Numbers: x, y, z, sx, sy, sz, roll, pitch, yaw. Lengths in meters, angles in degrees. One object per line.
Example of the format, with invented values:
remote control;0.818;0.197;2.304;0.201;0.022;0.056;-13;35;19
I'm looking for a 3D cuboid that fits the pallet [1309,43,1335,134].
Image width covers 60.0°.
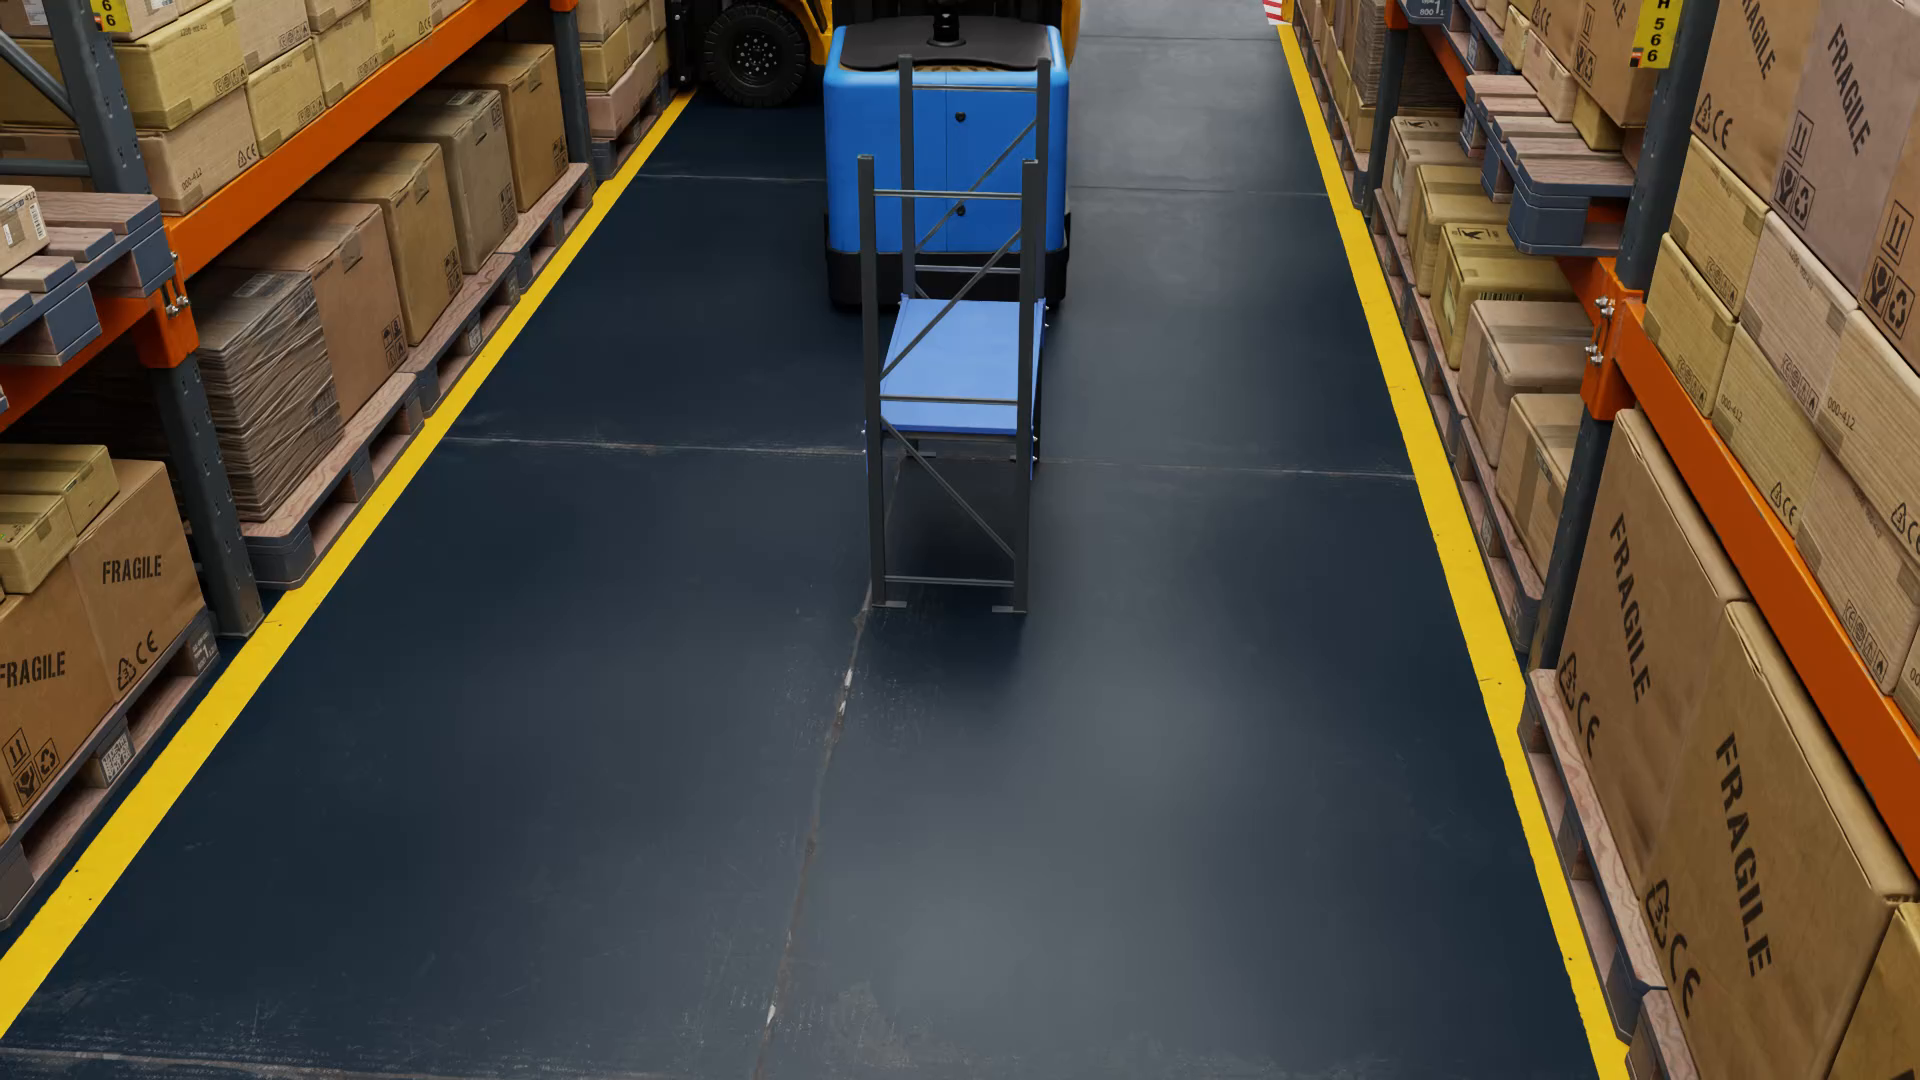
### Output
pallet;2.655;-2.702;9.934;1.003;0.211;1.213;2;32;4

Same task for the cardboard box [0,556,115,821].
cardboard box;-2.605;0.361;4.287;0.500;0.500;0.500;2;32;3

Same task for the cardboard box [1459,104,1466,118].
cardboard box;2.856;-2.202;8.685;0.500;0.250;0.500;1;32;2

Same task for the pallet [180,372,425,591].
pallet;-2.628;-0.257;5.966;1.003;0.211;1.213;2;32;4

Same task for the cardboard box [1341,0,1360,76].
cardboard box;2.359;-2.811;8.959;0.500;0.500;0.500;3;32;5

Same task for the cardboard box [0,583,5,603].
cardboard box;-2.579;0.143;4.024;0.380;0.149;0.250;1;32;2

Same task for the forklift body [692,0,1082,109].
forklift body;-0.419;-3.768;9.814;2.313;2.155;1.214;2;32;4

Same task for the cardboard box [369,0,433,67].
cardboard box;-2.330;-1.977;6.242;0.500;0.250;0.500;3;32;6

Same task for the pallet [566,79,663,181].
pallet;-2.302;-2.334;9.336;1.003;0.211;1.213;2;32;4

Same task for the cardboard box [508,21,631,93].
cardboard box;-2.061;-2.568;8.802;0.500;0.250;0.500;2;32;4

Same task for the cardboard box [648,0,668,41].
cardboard box;-1.970;-3.094;9.655;0.500;0.250;0.500;2;32;4

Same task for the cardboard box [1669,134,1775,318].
cardboard box;1.926;-0.700;3.693;0.500;0.250;0.500;2;32;4

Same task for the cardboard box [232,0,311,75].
cardboard box;-2.413;-1.648;5.231;0.500;0.250;0.500;3;32;6

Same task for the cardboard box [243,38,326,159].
cardboard box;-2.408;-1.436;5.364;0.500;0.250;0.500;2;32;3

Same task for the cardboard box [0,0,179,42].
cardboard box;-2.415;-1.488;4.592;0.380;0.149;0.250;3;32;5

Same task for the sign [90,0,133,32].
sign;-2.192;-1.457;4.226;0.100;0.325;0.005;2;32;4

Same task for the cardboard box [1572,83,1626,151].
cardboard box;1.955;-1.202;4.681;0.380;0.149;0.250;3;32;5

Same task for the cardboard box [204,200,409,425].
cardboard box;-2.624;-0.851;6.135;0.875;0.625;0.625;3;32;6

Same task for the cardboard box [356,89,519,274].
cardboard box;-2.511;-1.596;7.344;0.875;0.625;0.625;2;32;3

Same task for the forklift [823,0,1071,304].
forklift;-0.063;-3.013;7.846;1.130;2.935;3.031;0;32;0

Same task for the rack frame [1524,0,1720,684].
rack frame;2.213;-0.805;4.198;1.000;3.000;0.127;2;32;4

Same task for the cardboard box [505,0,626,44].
cardboard box;-2.056;-2.781;8.670;0.500;0.250;0.500;2;32;3

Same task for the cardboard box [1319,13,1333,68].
cardboard box;2.443;-3.034;10.035;0.500;0.250;0.500;5;32;7

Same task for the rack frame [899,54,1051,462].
rack frame;0.048;-0.949;5.860;0.500;1.500;0.032;2;32;4

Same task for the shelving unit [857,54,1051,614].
shelving unit;0.007;-0.683;5.429;0.538;1.500;1.048;2;32;4

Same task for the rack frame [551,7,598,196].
rack frame;-2.408;-3.107;7.933;1.000;3.000;0.127;2;32;4

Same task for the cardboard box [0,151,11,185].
cardboard box;-2.952;-1.198;4.977;0.500;0.250;0.500;2;32;3

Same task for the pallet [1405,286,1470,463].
pallet;2.380;-0.663;6.625;1.003;0.211;1.213;2;32;4

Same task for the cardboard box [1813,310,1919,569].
cardboard box;1.830;-0.170;2.833;0.500;0.250;0.500;2;32;4

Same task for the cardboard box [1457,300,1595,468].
cardboard box;2.321;-0.547;5.883;0.950;0.372;0.625;2;32;3

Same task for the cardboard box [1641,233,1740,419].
cardboard box;1.923;-0.496;3.839;0.500;0.250;0.500;2;32;3

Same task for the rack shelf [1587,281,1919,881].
rack shelf;2.051;0.547;2.690;1.077;0.370;4.000;2;32;4

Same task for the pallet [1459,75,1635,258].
pallet;2.165;-1.101;4.860;1.213;0.211;1.003;2;32;4

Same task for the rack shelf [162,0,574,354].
rack shelf;-2.571;-1.755;6.425;1.077;0.370;4.000;2;32;4

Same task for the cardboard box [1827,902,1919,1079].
cardboard box;1.924;1.212;2.550;0.875;0.875;0.875;3;32;5

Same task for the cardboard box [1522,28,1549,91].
cardboard box;1.960;-1.467;5.111;0.380;0.149;0.250;1;32;2

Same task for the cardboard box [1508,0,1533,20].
cardboard box;2.044;-1.938;5.256;0.500;0.500;0.500;0;32;1

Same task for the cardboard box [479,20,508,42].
cardboard box;-2.561;-2.807;8.713;0.500;0.250;0.500;3;32;5

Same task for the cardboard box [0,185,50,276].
cardboard box;-2.405;-0.728;3.911;0.380;0.149;0.250;3;32;5

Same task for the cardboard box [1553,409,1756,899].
cardboard box;2.074;0.278;4.065;0.875;0.875;0.875;2;32;4

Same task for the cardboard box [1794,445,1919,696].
cardboard box;1.850;0.047;2.958;0.500;0.250;0.500;3;32;6

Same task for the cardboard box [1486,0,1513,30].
cardboard box;2.053;-1.872;5.768;0.380;0.149;0.250;1;32;2

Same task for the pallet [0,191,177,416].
pallet;-2.719;-0.576;4.009;1.213;0.211;1.003;2;32;4

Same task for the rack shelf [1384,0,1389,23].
rack shelf;2.702;-3.637;9.478;1.077;0.370;4.000;2;32;4

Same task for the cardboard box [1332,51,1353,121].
cardboard box;2.353;-2.505;9.176;0.500;0.250;0.500;2;32;3

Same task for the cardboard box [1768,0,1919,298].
cardboard box;1.899;-0.766;3.086;0.500;0.500;0.500;3;32;4

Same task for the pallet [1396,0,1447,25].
pallet;2.332;-2.422;7.004;1.003;0.211;1.213;2;32;4

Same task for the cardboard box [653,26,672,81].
cardboard box;-1.987;-2.890;9.800;0.500;0.250;0.500;3;32;5

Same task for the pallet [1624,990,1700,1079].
pallet;1.972;1.427;3.233;1.003;0.211;1.213;2;32;4

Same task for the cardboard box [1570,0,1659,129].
cardboard box;1.973;-1.403;4.388;0.500;0.500;0.500;2;32;3

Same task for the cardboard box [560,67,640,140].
cardboard box;-2.039;-2.354;8.932;0.500;0.250;0.500;3;32;4

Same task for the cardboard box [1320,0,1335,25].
cardboard box;2.435;-3.358;9.846;0.500;0.500;0.500;3;32;5

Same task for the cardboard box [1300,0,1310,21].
cardboard box;2.523;-3.587;10.932;0.500;0.250;0.500;2;32;4

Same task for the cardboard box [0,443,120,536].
cardboard box;-2.522;-0.137;4.478;0.380;0.149;0.250;1;32;2

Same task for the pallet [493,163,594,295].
pallet;-2.430;-1.533;8.037;1.003;0.211;1.213;2;32;4

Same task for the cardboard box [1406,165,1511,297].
cardboard box;2.444;-1.307;7.116;0.950;0.372;0.625;4;32;7
